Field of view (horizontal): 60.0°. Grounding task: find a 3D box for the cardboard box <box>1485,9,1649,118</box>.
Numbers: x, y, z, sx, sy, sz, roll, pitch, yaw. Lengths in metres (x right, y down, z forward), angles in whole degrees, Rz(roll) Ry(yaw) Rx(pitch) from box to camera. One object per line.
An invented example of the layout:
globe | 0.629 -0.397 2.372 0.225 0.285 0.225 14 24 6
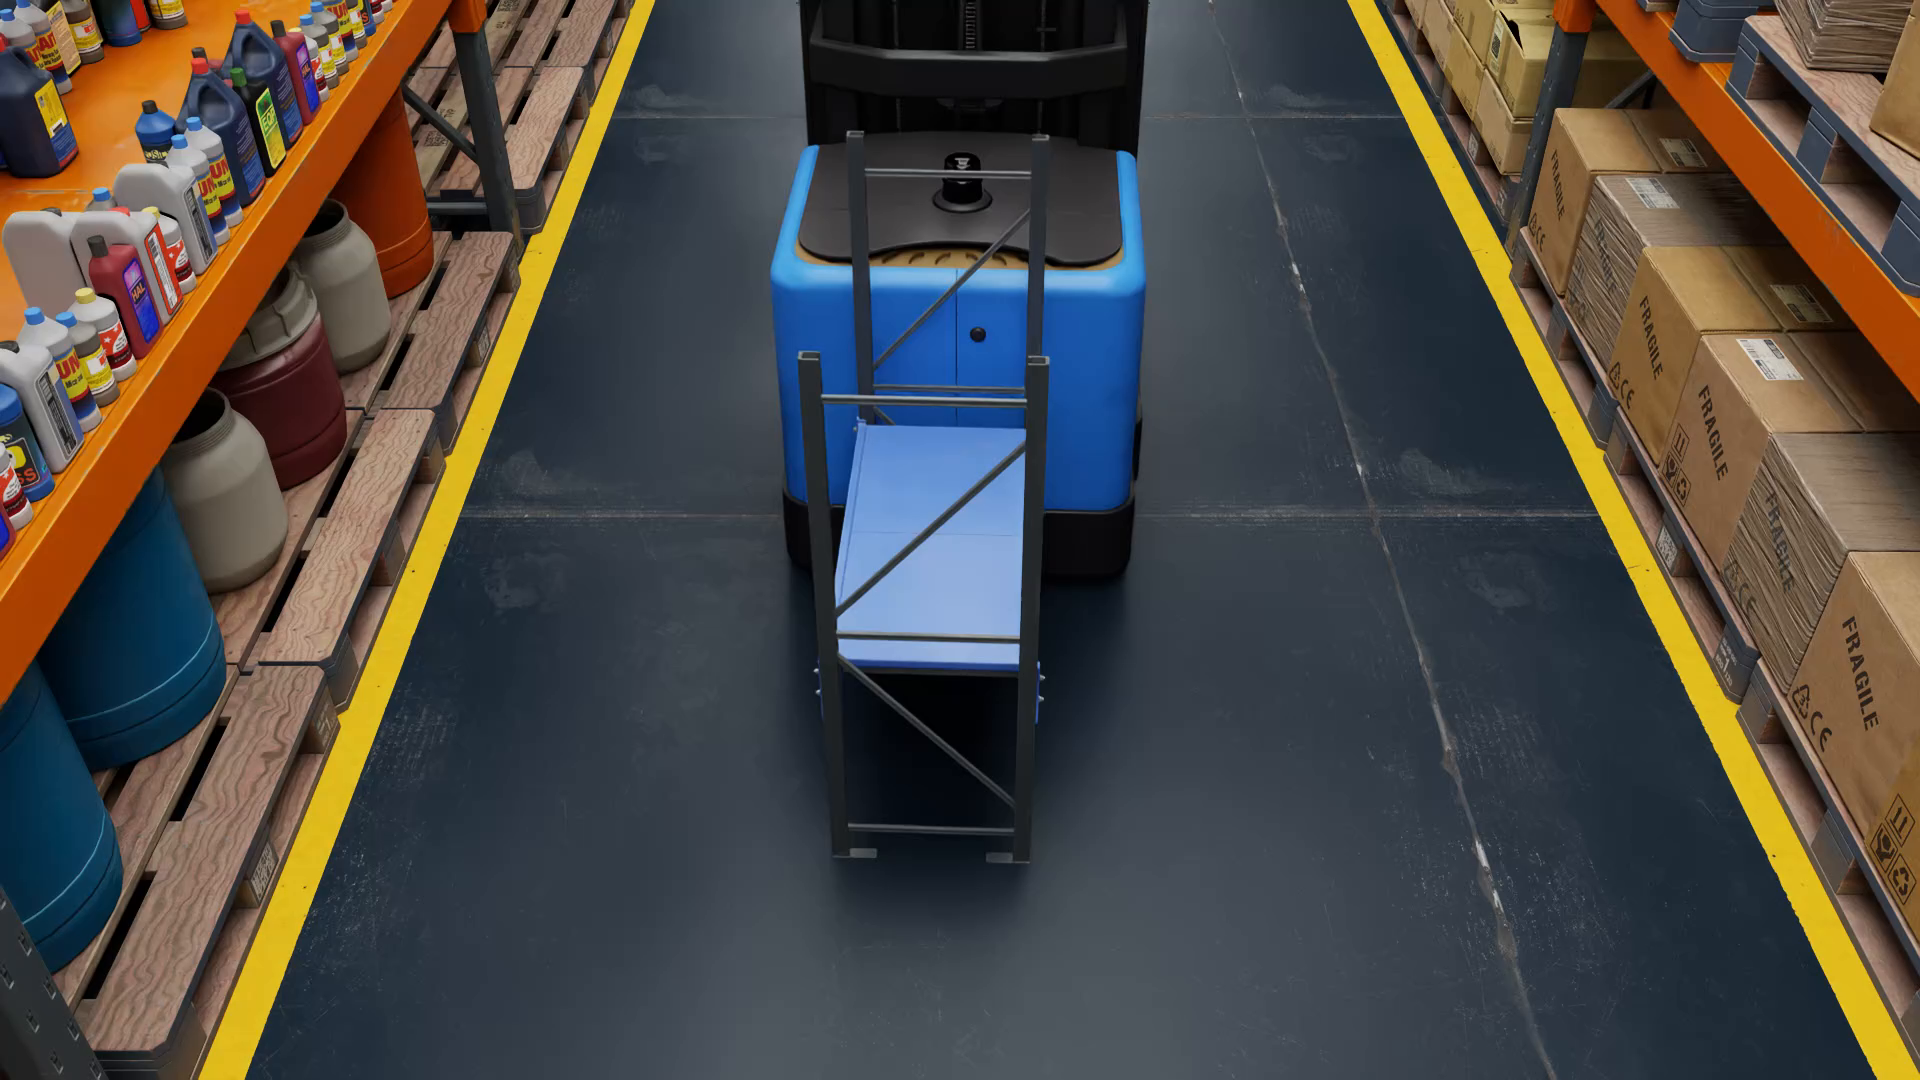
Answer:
cardboard box | 2.450 -1.948 6.697 0.500 0.311 0.500 1 39 1

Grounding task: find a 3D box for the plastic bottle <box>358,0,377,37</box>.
plastic bottle | -1.847 -1.669 5.037 0.097 0.271 0.097 0 39 0

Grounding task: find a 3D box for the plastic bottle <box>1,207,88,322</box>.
plastic bottle | -2.025 -0.629 3.735 0.152 0.276 0.135 0 39 0

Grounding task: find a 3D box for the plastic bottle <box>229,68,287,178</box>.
plastic bottle | -1.828 -1.098 4.315 0.061 0.283 0.133 0 39 0

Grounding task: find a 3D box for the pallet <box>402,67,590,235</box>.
pallet | -2.218 -1.706 7.210 1.003 0.211 1.213 0 39 0

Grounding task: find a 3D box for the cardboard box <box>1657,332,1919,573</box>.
cardboard box | 2.419 -0.255 4.817 0.500 0.500 0.500 -1 39 -2

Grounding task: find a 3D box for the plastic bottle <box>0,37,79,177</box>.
plastic bottle | -2.429 -1.137 4.310 0.144 0.351 0.185 0 39 0

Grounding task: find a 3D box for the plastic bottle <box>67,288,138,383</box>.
plastic bottle | -1.845 -0.444 3.564 0.097 0.201 0.097 0 39 0

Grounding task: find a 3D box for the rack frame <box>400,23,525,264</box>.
rack frame | -2.256 -2.310 5.734 1.000 3.000 0.127 0 39 0

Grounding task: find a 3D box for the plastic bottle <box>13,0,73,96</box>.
plastic bottle | -2.605 -1.399 4.700 0.097 0.271 0.097 0 39 0

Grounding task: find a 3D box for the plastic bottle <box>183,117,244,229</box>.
plastic bottle | -1.846 -0.906 4.084 0.097 0.271 0.097 0 39 0

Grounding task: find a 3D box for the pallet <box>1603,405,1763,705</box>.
pallet | 2.659 0.005 5.075 1.003 0.211 1.213 0 39 0

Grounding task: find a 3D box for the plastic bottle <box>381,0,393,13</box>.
plastic bottle | -1.847 -1.763 5.211 0.097 0.201 0.097 0 39 0

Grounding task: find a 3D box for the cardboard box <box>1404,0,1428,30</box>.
cardboard box | 2.447 -2.689 8.070 0.500 0.250 0.500 1 39 1

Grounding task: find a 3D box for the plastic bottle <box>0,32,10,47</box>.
plastic bottle | -2.623 -1.271 4.531 0.061 0.283 0.133 0 39 0

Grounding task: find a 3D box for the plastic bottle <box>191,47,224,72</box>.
plastic bottle | -1.972 -1.181 4.419 0.061 0.283 0.133 0 39 0

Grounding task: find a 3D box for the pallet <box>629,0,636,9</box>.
pallet | -2.221 -3.232 9.115 1.003 0.211 1.213 0 39 0

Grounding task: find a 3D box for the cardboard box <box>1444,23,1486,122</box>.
cardboard box | 2.448 -2.053 7.277 0.500 0.250 0.500 0 39 -1

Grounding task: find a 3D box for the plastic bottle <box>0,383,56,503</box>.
plastic bottle | -1.844 -0.204 3.209 0.097 0.271 0.097 0 39 0

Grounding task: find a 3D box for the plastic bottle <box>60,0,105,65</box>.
plastic bottle | -2.606 -1.516 4.902 0.097 0.201 0.097 0 39 0

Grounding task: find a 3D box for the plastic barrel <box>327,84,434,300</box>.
plastic barrel | -2.239 -1.321 5.900 0.600 0.830 0.708 0 39 0

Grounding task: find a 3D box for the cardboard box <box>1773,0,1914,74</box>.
cardboard box | 2.621 -1.548 4.368 0.700 0.500 0.500 7 39 8

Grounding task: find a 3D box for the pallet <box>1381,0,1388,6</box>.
pallet | 2.732 -3.264 9.154 1.003 0.211 1.213 0 39 0

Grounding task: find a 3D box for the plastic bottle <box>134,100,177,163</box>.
plastic bottle | -1.990 -0.966 4.160 0.097 0.271 0.097 0 39 0

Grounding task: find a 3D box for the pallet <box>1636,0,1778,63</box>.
pallet | 2.768 -1.813 5.267 1.213 0.211 1.003 0 39 0

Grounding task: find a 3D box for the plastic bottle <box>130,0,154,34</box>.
plastic bottle | -2.579 -1.701 5.074 0.152 0.276 0.135 0 39 0

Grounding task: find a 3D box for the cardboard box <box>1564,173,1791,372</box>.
cardboard box | 2.418 -0.895 5.616 0.500 0.500 0.500 -1 39 -2

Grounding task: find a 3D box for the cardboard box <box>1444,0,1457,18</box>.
cardboard box | 2.445 -2.589 7.497 0.500 0.311 0.500 0 39 0

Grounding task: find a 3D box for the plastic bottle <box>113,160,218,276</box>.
plastic bottle | -1.873 -0.774 3.916 0.152 0.276 0.135 0 39 0

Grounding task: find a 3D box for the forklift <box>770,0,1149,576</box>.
forklift | 0.053 -1.935 5.321 1.130 2.935 3.031 1 39 2

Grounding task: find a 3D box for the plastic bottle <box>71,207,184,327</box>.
plastic bottle | -1.872 -0.629 3.735 0.152 0.276 0.135 0 39 0

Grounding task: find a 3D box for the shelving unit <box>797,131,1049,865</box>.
shelving unit | -0.051 -0.094 4.168 0.538 1.500 1.048 1 39 2

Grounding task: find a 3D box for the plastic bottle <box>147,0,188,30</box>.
plastic bottle | -2.454 -1.684 5.112 0.097 0.201 0.097 0 39 0

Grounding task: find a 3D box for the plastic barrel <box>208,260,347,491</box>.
plastic barrel | -2.237 -0.521 5.094 0.600 0.588 0.708 0 39 0

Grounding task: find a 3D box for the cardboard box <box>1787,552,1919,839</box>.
cardboard box | 2.422 0.376 4.029 0.500 0.500 0.500 0 39 0

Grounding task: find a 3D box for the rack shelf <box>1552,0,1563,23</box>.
rack shelf | 2.695 -3.281 7.521 1.077 0.370 4.000 0 39 0

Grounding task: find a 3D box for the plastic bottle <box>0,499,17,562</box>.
plastic bottle | -1.826 -0.076 3.040 0.061 0.283 0.133 0 39 0

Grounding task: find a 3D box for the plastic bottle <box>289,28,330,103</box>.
plastic bottle | -1.846 -1.337 4.679 0.097 0.201 0.097 0 39 0

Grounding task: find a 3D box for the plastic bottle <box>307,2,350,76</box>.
plastic bottle | -1.847 -1.459 4.831 0.097 0.201 0.097 0 39 0

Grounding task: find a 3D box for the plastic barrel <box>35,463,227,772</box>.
plastic barrel | -2.236 0.063 4.115 0.600 0.901 0.708 0 39 0

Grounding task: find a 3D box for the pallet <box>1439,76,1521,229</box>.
pallet | 2.735 -1.738 7.250 1.003 0.211 1.213 0 39 0

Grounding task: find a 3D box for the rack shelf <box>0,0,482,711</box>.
rack shelf | -2.254 -0.779 4.398 1.077 0.370 4.000 0 39 0

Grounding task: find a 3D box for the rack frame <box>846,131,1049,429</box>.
rack frame | -0.030 -0.412 4.564 0.500 1.500 0.032 1 39 2

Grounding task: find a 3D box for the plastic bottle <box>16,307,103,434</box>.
plastic bottle | -1.845 -0.350 3.390 0.097 0.271 0.097 0 39 0

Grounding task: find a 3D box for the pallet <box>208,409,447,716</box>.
pallet | -2.215 0.032 5.041 1.003 0.211 1.213 0 39 0
